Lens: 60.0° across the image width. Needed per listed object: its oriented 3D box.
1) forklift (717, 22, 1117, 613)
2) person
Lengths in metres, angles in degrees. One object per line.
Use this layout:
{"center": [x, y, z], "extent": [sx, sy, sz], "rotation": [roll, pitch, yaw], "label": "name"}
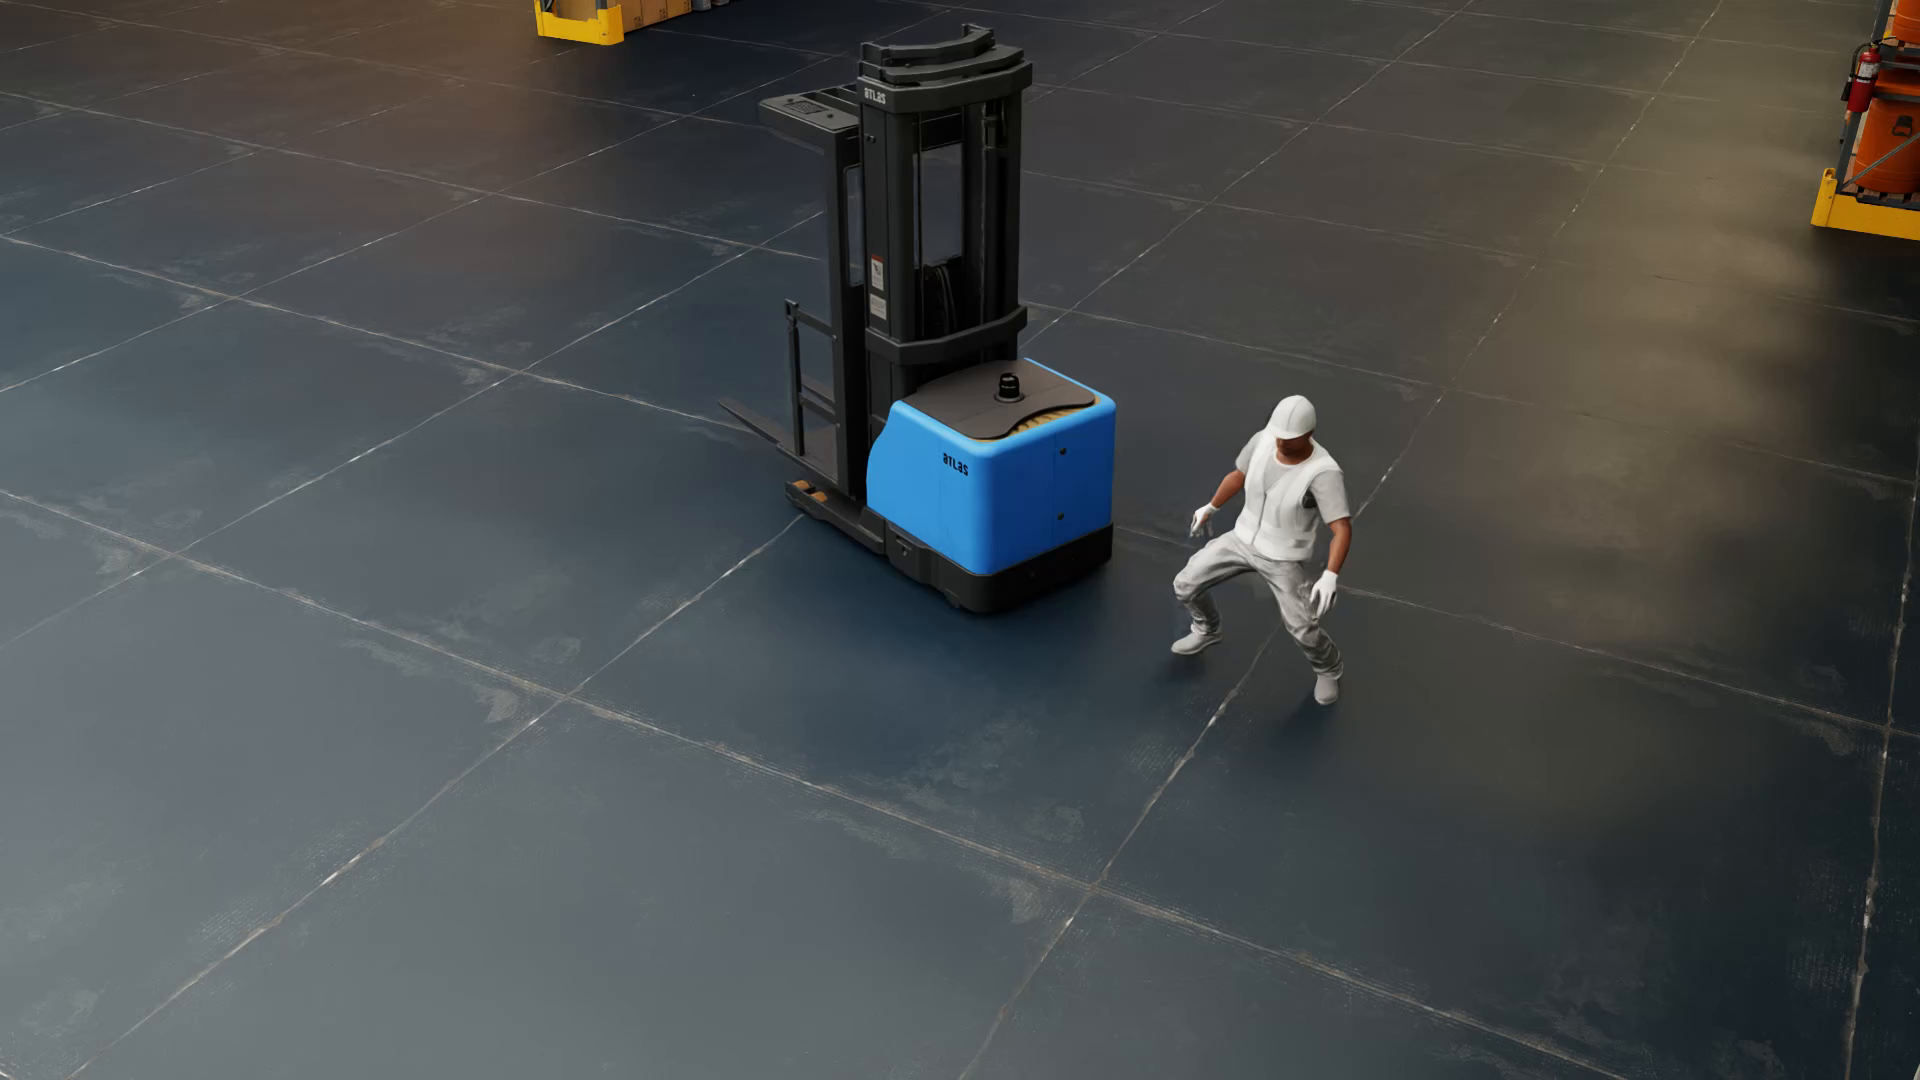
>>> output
{"center": [-0.429, -1.536, 9.733], "extent": [1.130, 2.935, 3.031], "rotation": [-22, 37, -33], "label": "forklift"}
{"center": [1.581, 0.027, 8.333], "extent": [0.660, 1.645, 1.014], "rotation": [-22, 37, -33], "label": "person"}
